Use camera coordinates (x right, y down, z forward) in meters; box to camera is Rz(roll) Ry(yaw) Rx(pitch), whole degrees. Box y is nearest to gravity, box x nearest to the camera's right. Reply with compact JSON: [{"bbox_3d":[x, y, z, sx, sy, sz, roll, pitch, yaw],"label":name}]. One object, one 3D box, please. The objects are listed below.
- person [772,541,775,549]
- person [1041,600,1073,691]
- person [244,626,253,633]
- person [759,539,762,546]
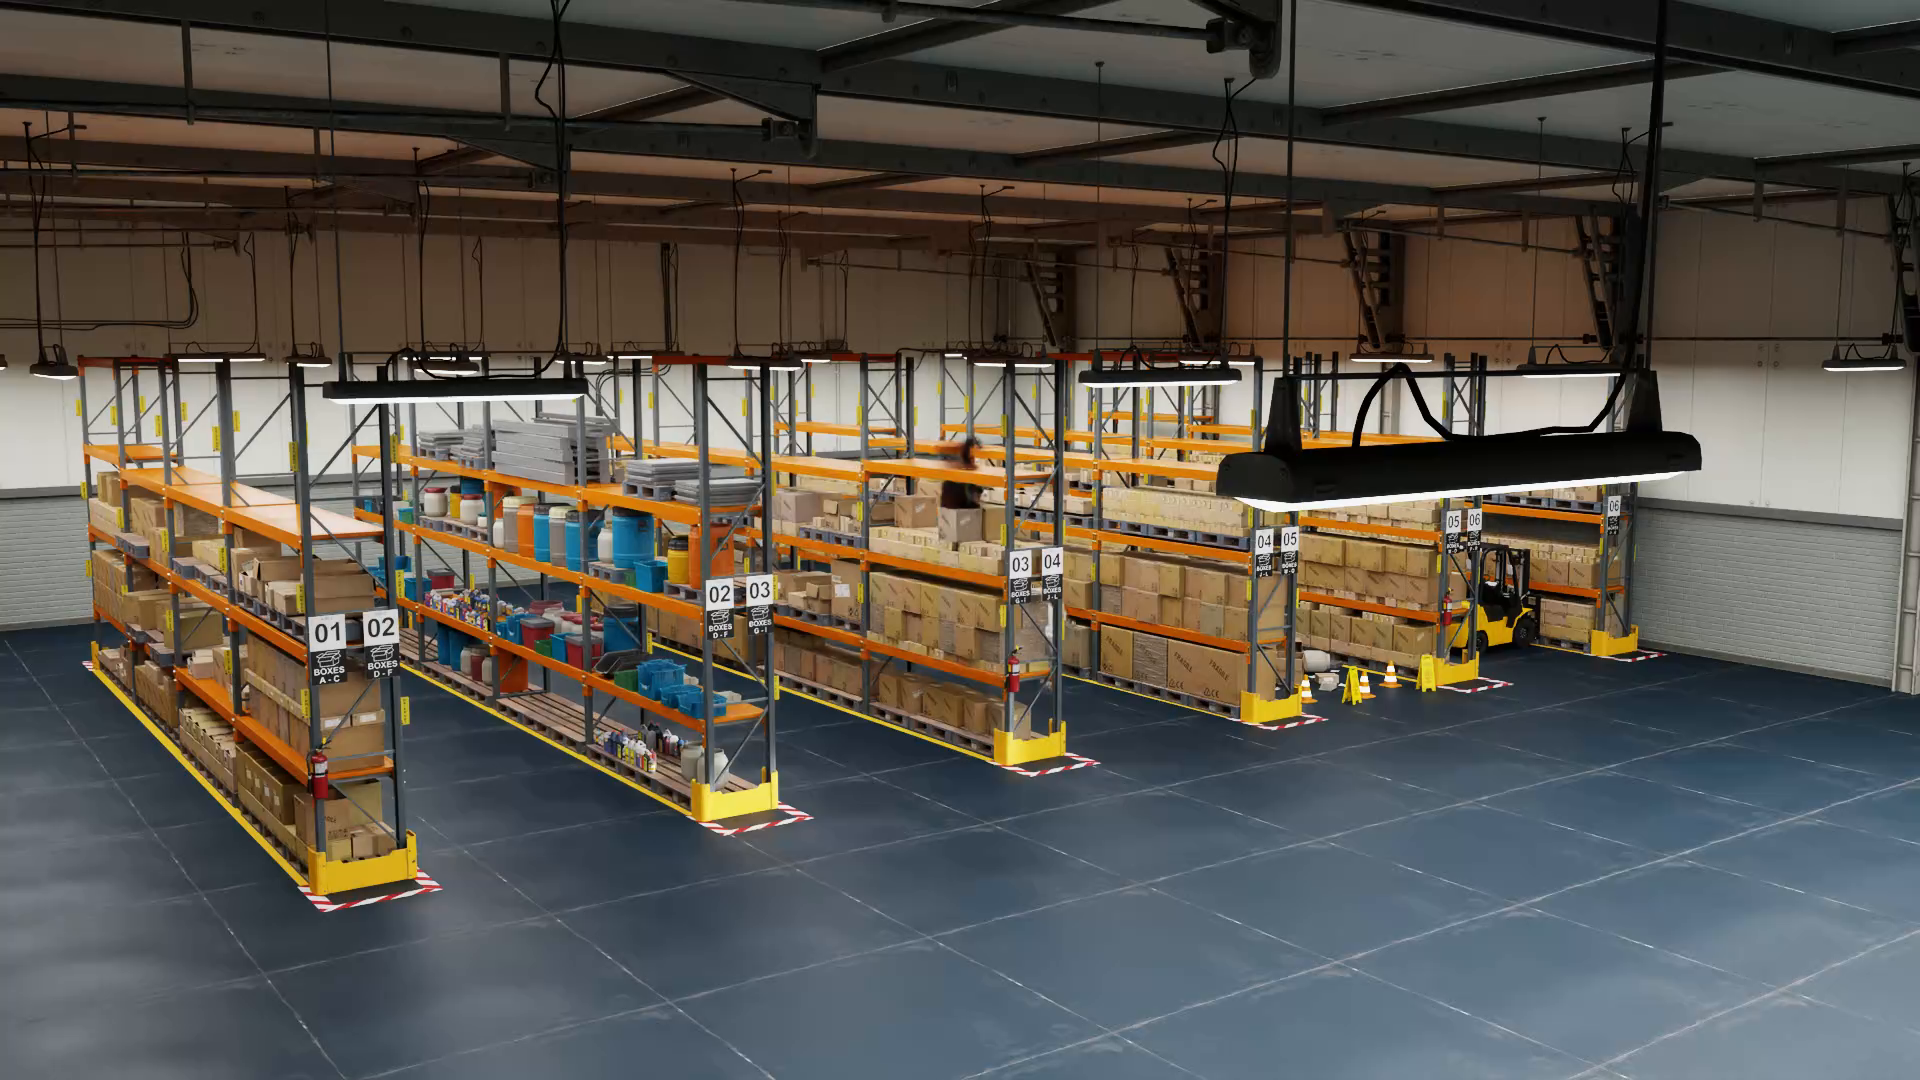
[{"bbox_3d":[-4.723,0.460,41.584,0.572,1.718,0.706,-6,9,-43],"label":"person"},{"bbox_3d":[1.649,1.703,28.718,0.687,1.843,0.664,6,9,41],"label":"person"},{"bbox_3d":[-13.893,1.491,32.300,0.982,1.786,0.674,7,10,44],"label":"person"},{"bbox_3d":[-4.854,0.425,41.978,0.621,1.685,0.795,6,9,41],"label":"person"}]
